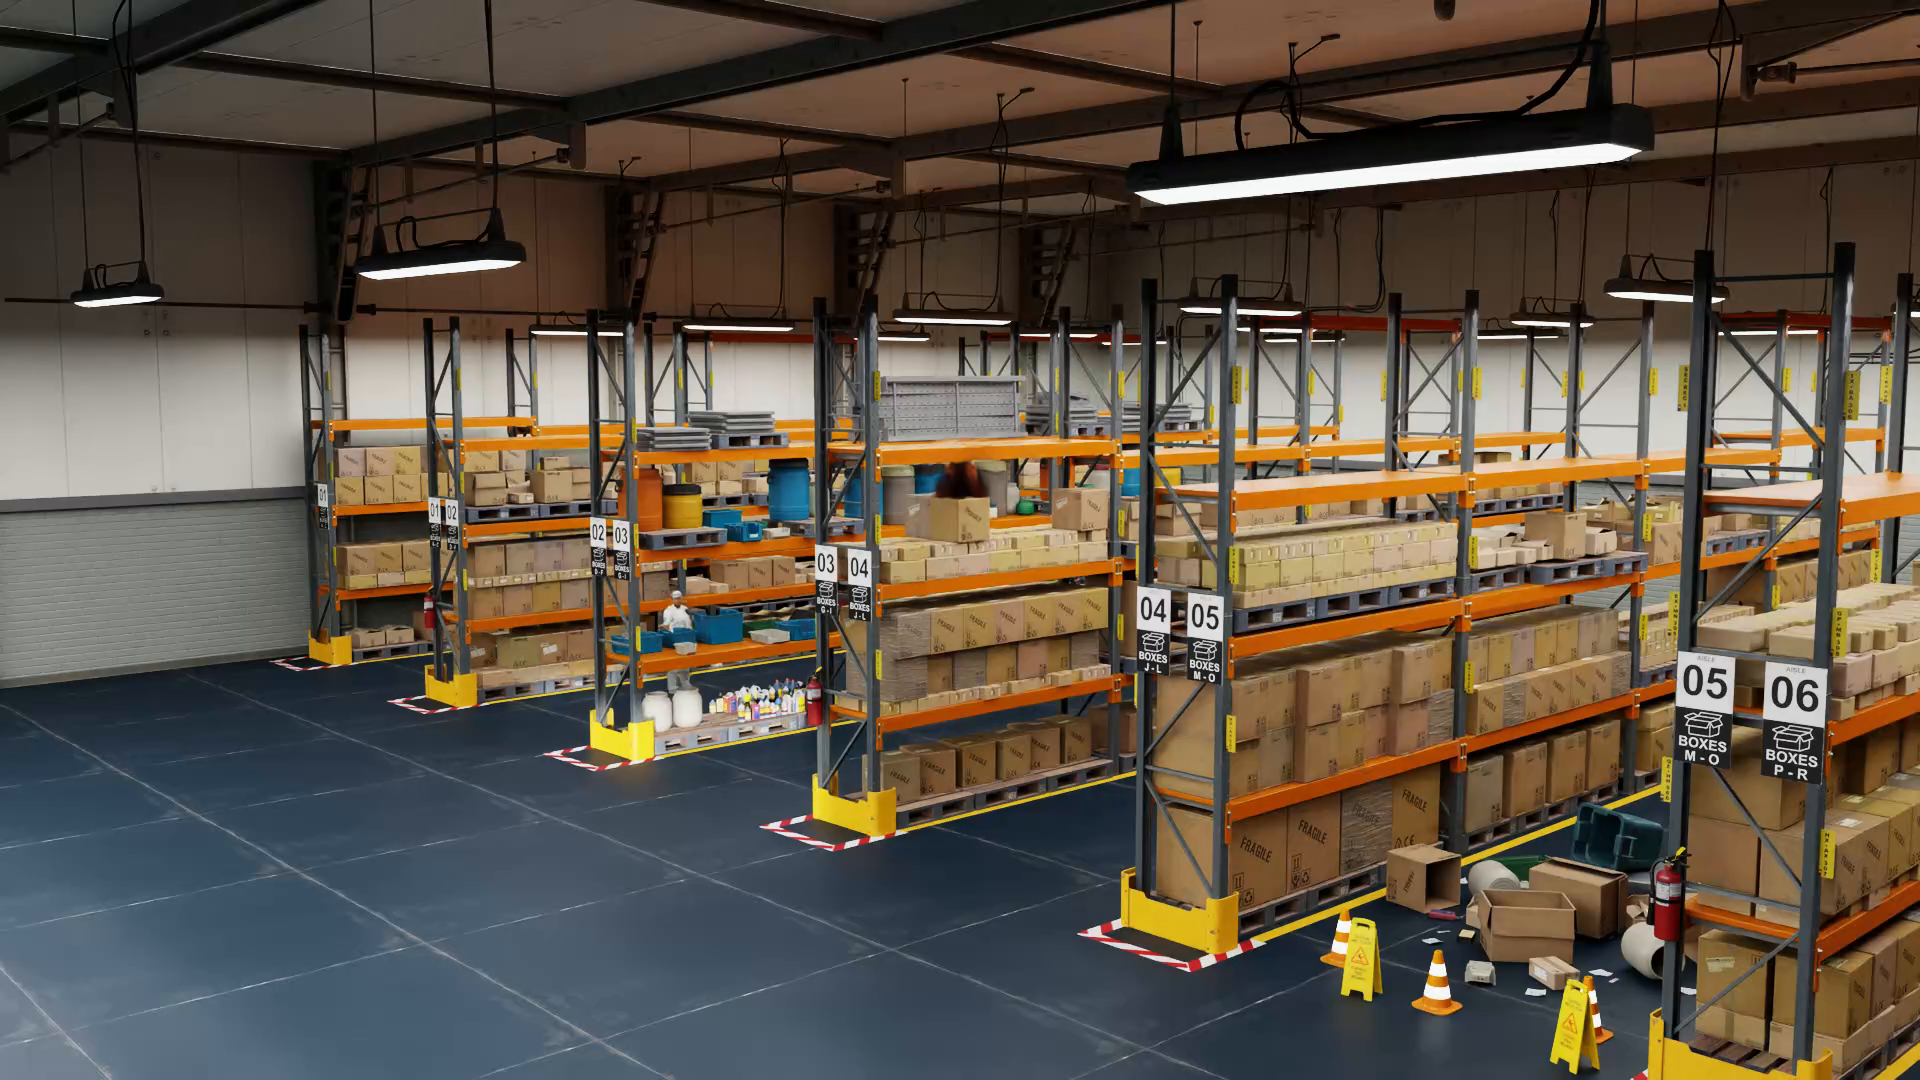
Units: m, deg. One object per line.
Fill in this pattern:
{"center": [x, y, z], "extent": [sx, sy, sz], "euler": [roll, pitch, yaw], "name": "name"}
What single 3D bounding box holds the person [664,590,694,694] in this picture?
{"center": [-4.503, 1.639, 26.751], "extent": [0.422, 1.669, 0.509], "euler": [4, 7, 32], "name": "person"}
